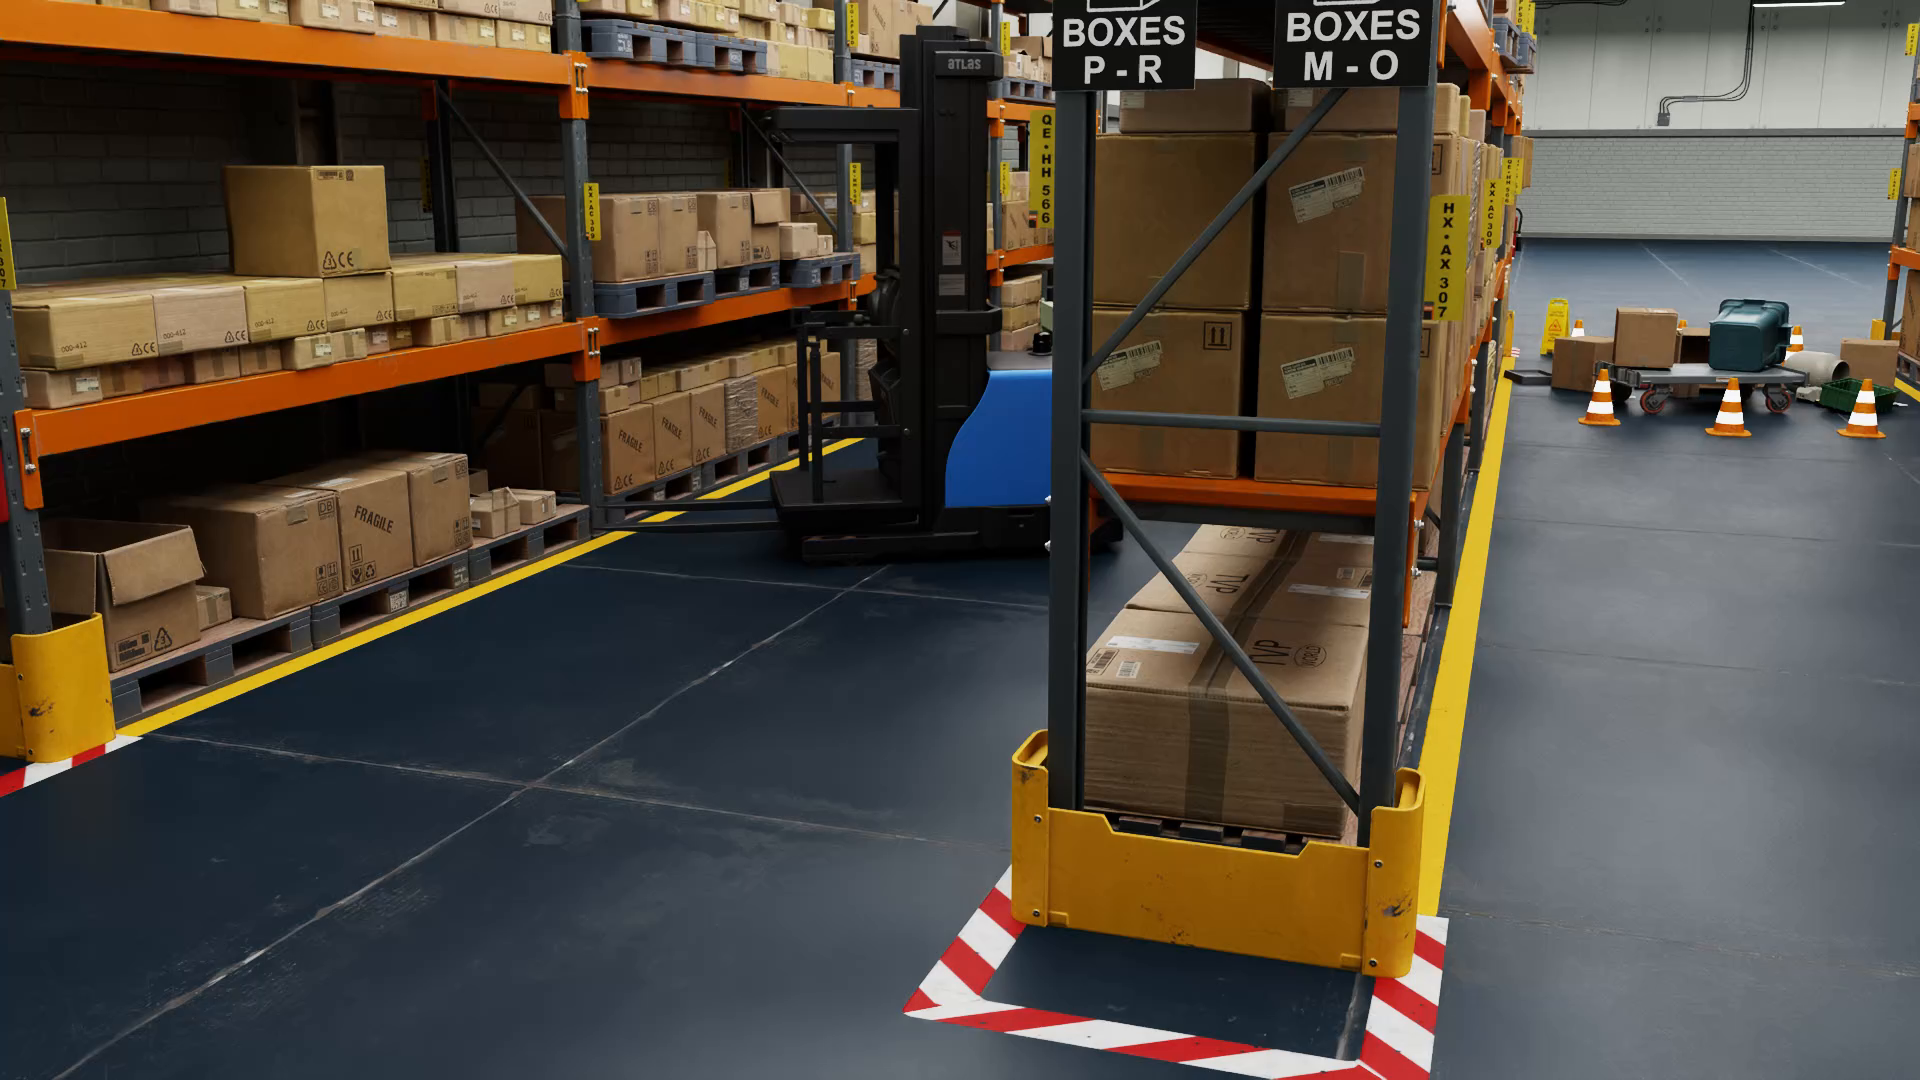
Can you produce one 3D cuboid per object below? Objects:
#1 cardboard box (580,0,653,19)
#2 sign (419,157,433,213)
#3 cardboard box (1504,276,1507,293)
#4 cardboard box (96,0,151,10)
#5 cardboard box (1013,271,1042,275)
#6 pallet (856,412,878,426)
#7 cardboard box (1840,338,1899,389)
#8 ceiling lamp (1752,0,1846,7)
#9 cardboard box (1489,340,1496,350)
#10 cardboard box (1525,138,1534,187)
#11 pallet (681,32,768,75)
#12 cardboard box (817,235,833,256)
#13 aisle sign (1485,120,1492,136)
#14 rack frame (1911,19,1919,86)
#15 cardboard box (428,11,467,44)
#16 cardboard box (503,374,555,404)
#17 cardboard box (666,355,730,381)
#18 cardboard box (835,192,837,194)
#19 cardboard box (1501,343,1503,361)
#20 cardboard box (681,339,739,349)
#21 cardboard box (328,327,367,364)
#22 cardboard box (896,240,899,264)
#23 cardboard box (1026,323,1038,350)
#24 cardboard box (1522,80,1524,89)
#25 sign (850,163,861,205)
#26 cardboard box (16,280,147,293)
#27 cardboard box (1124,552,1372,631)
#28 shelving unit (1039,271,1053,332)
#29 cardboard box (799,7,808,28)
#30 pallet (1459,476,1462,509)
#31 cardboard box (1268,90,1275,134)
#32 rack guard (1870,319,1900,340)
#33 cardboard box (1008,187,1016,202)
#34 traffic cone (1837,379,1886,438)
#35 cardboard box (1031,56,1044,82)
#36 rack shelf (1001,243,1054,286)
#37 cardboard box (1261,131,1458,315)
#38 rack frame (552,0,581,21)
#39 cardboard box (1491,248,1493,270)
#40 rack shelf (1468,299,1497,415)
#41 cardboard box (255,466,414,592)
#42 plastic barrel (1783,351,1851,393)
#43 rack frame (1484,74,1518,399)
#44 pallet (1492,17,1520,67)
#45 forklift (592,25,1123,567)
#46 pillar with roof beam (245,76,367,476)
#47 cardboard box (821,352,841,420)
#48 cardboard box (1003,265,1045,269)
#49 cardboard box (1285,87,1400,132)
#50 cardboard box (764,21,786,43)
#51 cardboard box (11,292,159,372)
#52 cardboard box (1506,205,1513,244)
[{"bbox_3d":[-2.061,-3.198,9.913,0.380,0.149,0.250,5,14,19],"label":"cardboard box"},{"bbox_3d":[-3.177,-2.122,9.942,0.100,0.325,0.005,4,14,18],"label":"sign"},{"bbox_3d":[5.179,-2.519,16.376,0.380,0.149,0.250,5,14,19],"label":"cardboard box"},{"bbox_3d":[-3.463,-2.176,6.605,0.380,0.149,0.250,4,14,19],"label":"cardboard box"},{"bbox_3d":[0.893,-2.956,19.187,0.500,0.250,0.500,4,13,17],"label":"cardboard box"},{"bbox_3d":[-1.053,-1.172,14.646,1.003,0.211,1.213,4,14,18],"label":"pallet"},{"bbox_3d":[8.883,-1.694,16.282,0.500,0.500,0.500,7,15,28],"label":"cardboard box"},{"bbox_3d":[20.097,-14.363,39.574,2.000,3.185,0.800,4,14,18],"label":"ceiling lamp"},{"bbox_3d":[4.468,-1.659,15.478,0.950,0.372,0.625,5,14,19],"label":"cardboard box"},{"bbox_3d":[5.733,-4.025,17.743,0.700,0.500,0.500,4,14,18],"label":"cardboard box"},{"bbox_3d":[-2.041,-3.240,11.123,1.213,0.211,1.003,4,14,18],"label":"pallet"},{"bbox_3d":[-1.206,-2.277,12.843,0.380,0.149,0.250,5,14,19],"label":"cardboard box"},{"bbox_3d":[6.224,-4.948,19.083,0.394,0.787,0.004,4,14,18],"label":"aisle sign"},{"bbox_3d":[10.646,-6.278,17.271,1.000,3.000,0.127,4,14,18],"label":"rack frame"},{"bbox_3d":[-2.749,-2.603,8.473,0.380,0.149,0.250,4,14,18],"label":"cardboard box"},{"bbox_3d":[-2.724,-0.975,10.733,0.380,0.149,0.250,4,14,18],"label":"cardboard box"},{"bbox_3d":[-1.860,-1.215,11.788,0.380,0.149,0.250,4,14,19],"label":"cardboard box"},{"bbox_3d":[-1.151,-3.028,14.831,0.380,0.149,0.250,4,14,18],"label":"cardboard box"},{"bbox_3d":[5.244,-1.928,16.931,0.500,0.250,0.500,5,14,22],"label":"cardboard box"},{"bbox_3d":[-1.936,-1.463,12.874,0.380,0.149,0.250,5,14,19],"label":"cardboard box"},{"bbox_3d":[-3.049,-0.928,7.876,0.380,0.149,0.250,5,14,20],"label":"cardboard box"},{"bbox_3d":[-0.814,-2.469,14.400,0.500,0.250,0.500,4,13,17],"label":"cardboard box"},{"bbox_3d":[0.557,-2.253,18.353,0.500,0.250,0.500,4,13,17],"label":"cardboard box"},{"bbox_3d":[5.531,-4.774,17.089,0.500,0.250,0.500,4,14,19],"label":"cardboard box"},{"bbox_3d":[-0.840,-2.849,13.306,0.100,0.325,0.005,4,14,18],"label":"sign"},{"bbox_3d":[-3.879,-0.972,7.176,0.500,0.250,0.500,4,14,19],"label":"cardboard box"},{"bbox_3d":[1.160,0.385,6.372,0.875,0.438,0.875,5,14,20],"label":"cardboard box"},{"bbox_3d":[0.788,-0.989,10.951,0.431,1.500,0.755,-1,13,-6],"label":"shelving unit"},{"bbox_3d":[-1.373,-3.948,12.575,0.380,0.149,0.250,4,13,16],"label":"cardboard box"},{"bbox_3d":[2.618,-0.228,10.512,1.003,0.211,1.213,4,14,18],"label":"pallet"},{"bbox_3d":[0.863,-1.428,5.572,0.380,0.149,0.250,5,14,20],"label":"cardboard box"},{"bbox_3d":[10.654,-2.140,18.239,1.175,0.500,0.348,4,14,18],"label":"rack guard"},{"bbox_3d":[0.372,-3.670,17.646,0.380,0.149,0.250,5,14,20],"label":"cardboard box"},{"bbox_3d":[7.489,-1.101,13.770,0.336,0.463,0.334,4,14,18],"label":"traffic cone"},{"bbox_3d":[0.705,-5.144,18.176,0.396,0.266,0.258,4,13,17],"label":"cardboard box"},{"bbox_3d":[0.585,-3.273,19.204,1.077,0.370,4.000,4,14,18],"label":"rack shelf"},{"bbox_3d":[1.178,-0.936,4.877,0.500,0.500,0.500,4,13,17],"label":"cardboard box"},{"bbox_3d":[-2.651,-4.443,9.231,1.000,3.000,0.127,4,14,18],"label":"rack frame"},{"bbox_3d":[2.949,-1.727,10.029,0.500,0.250,0.500,4,13,17],"label":"cardboard box"},{"bbox_3d":[2.694,-1.232,10.262,1.077,0.370,4.000,4,14,18],"label":"rack shelf"},{"bbox_3d":[-3.078,-0.065,8.207,0.500,0.500,0.500,5,14,19],"label":"cardboard box"},{"bbox_3d":[8.268,-1.604,16.065,0.421,0.421,0.512,-8,15,-30],"label":"plastic barrel"},{"bbox_3d":[4.636,-2.846,15.717,1.000,3.000,0.127,4,14,18],"label":"rack frame"},{"bbox_3d":[2.824,-2.999,10.071,1.003,0.211,1.213,5,14,21],"label":"pallet"},{"bbox_3d":[-0.615,-1.406,9.560,3.031,2.935,1.130,-2,13,-9],"label":"forklift"},{"bbox_3d":[0.345,-4.051,7.515,9.100,9.000,0.400,4,14,18],"label":"pillar with roof beam"},{"bbox_3d":[-1.290,-1.242,13.362,0.500,0.500,0.500,5,14,20],"label":"cardboard box"},{"bbox_3d":[0.739,-3.204,20.271,0.500,0.250,0.500,4,14,18],"label":"cardboard box"},{"bbox_3d":[1.130,-1.227,4.692,0.380,0.149,0.250,5,14,20],"label":"cardboard box"},{"bbox_3d":[-1.494,-3.690,12.114,0.380,0.149,0.250,4,14,18],"label":"cardboard box"},{"bbox_3d":[-3.543,-0.824,6.526,0.500,0.250,0.500,4,14,19],"label":"cardboard box"},{"bbox_3d":[5.042,-3.112,15.990,0.500,0.500,0.500,4,14,18],"label":"cardboard box"}]
